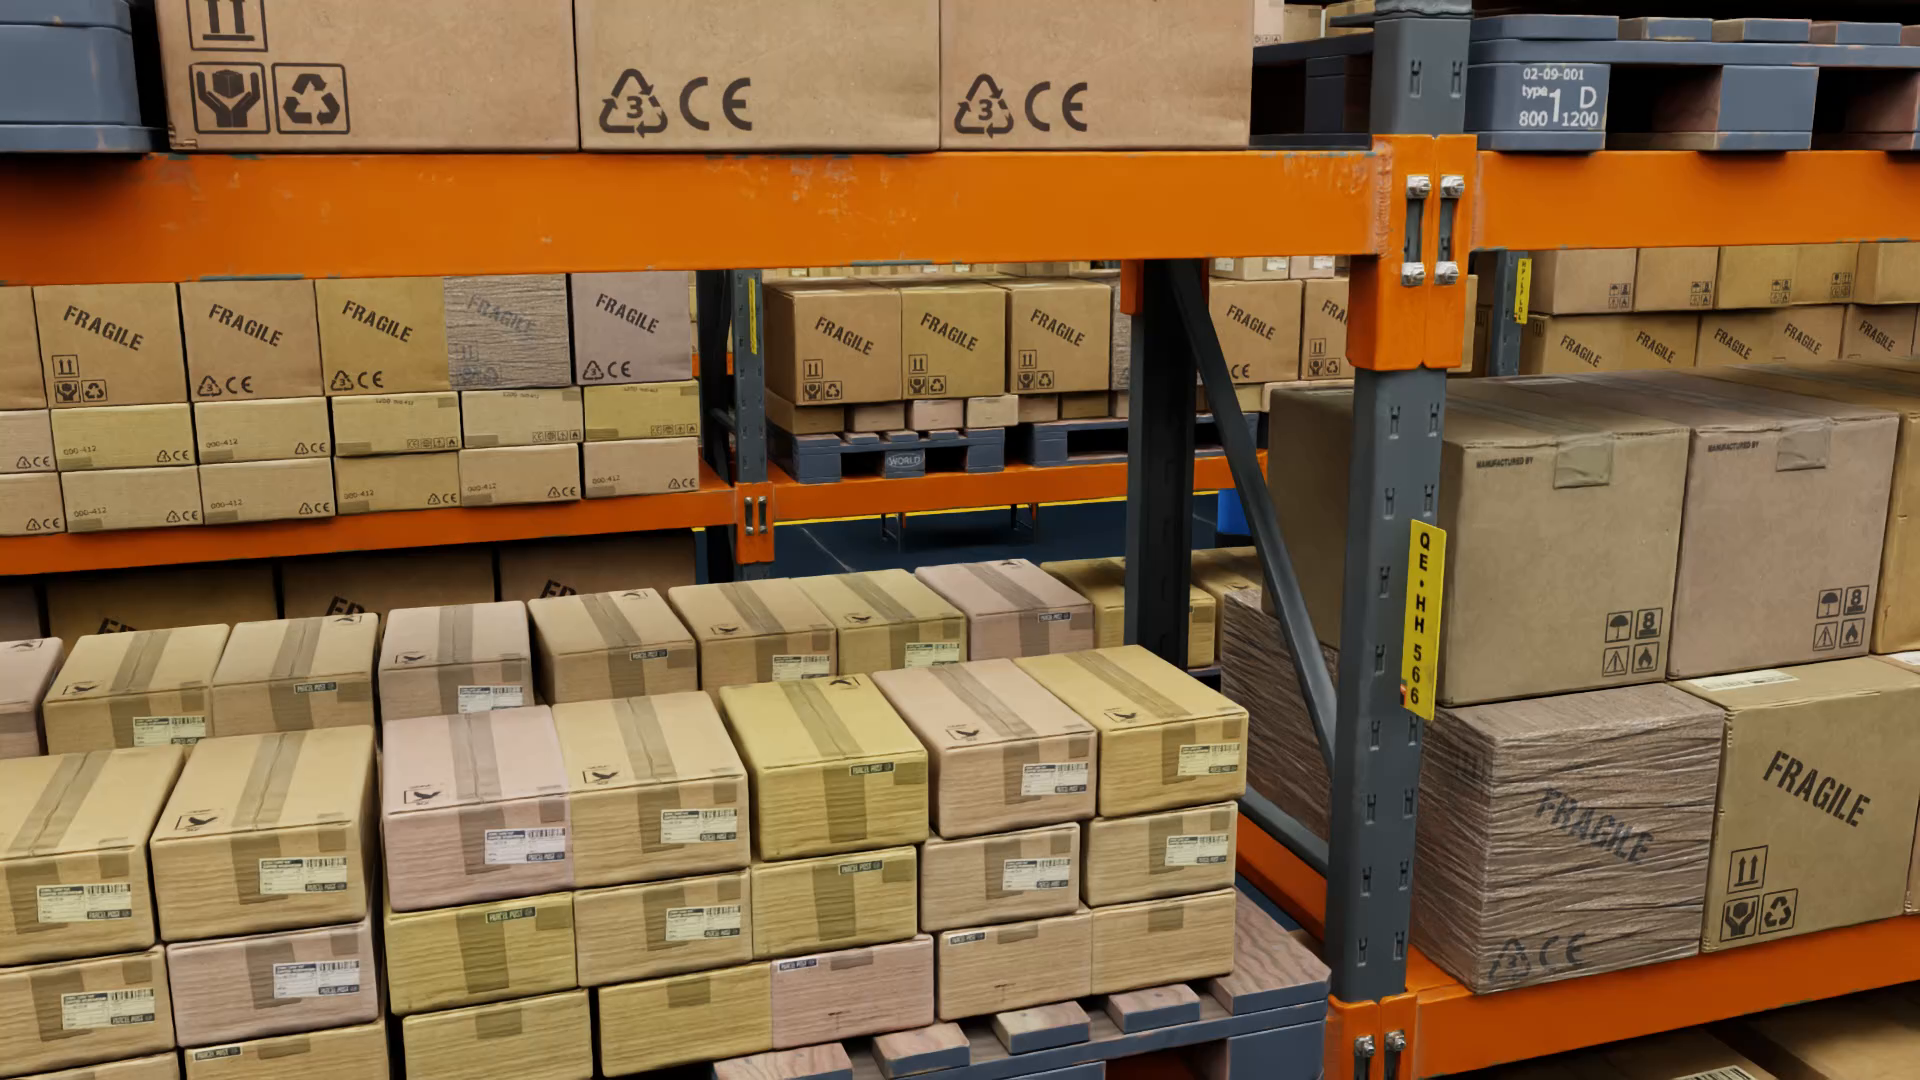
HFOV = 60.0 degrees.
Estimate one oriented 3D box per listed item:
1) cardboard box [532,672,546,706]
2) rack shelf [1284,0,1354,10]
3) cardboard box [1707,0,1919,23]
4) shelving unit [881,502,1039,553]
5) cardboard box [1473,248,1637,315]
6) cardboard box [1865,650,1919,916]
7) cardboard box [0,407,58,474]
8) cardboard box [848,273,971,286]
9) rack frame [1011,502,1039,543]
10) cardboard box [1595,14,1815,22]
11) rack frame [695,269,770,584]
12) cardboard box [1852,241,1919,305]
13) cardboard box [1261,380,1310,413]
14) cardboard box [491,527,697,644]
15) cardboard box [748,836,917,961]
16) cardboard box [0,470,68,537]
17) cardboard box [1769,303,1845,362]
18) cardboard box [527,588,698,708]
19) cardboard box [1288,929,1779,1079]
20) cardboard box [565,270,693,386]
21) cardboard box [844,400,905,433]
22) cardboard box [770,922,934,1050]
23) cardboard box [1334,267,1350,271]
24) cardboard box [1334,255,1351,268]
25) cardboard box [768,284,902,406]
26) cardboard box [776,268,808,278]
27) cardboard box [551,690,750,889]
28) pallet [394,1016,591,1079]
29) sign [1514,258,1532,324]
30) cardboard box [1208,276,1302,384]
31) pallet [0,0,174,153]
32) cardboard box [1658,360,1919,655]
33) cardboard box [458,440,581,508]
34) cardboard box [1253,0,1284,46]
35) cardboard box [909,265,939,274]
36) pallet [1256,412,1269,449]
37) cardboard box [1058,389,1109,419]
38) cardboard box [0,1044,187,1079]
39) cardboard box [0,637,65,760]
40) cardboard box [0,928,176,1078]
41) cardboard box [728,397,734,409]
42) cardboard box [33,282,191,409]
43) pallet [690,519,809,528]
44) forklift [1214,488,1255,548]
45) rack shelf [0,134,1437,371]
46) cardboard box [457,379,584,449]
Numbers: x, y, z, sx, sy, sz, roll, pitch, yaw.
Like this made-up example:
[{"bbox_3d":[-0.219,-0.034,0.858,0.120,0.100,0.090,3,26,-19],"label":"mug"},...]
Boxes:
[{"bbox_3d":[-0.683,0.364,3.123,0.250,0.149,0.380,-4,14,-18],"label":"cardboard box"},{"bbox_3d":[3.012,-4.444,13.798,4.000,0.370,1.077,-4,14,-18],"label":"rack shelf"},{"bbox_3d":[1.817,-1.142,3.180,0.500,0.250,0.500,-4,14,-17],"label":"cardboard box"},{"bbox_3d":[-0.006,-0.547,12.011,1.048,1.125,0.538,-4,14,-18],"label":"shelving unit"},{"bbox_3d":[3.189,-1.499,8.942,0.500,0.500,0.700,-5,14,-19],"label":"cardboard box"},{"bbox_3d":[2.057,0.442,3.588,0.500,0.500,0.500,-4,14,-18],"label":"cardboard box"},{"bbox_3d":[-3.887,-0.429,6.708,0.500,0.250,0.500,-4,14,-17],"label":"cardboard box"},{"bbox_3d":[-0.260,-1.071,8.399,0.500,0.500,0.500,-5,14,-19],"label":"cardboard box"},{"bbox_3d":[0.475,-0.584,12.168,0.032,1.125,0.500,-4,14,-18],"label":"rack frame"},{"bbox_3d":[1.481,-1.272,3.597,0.500,0.311,0.500,-4,14,-18],"label":"cardboard box"},{"bbox_3d":[-1.088,-0.539,7.926,0.127,3.000,1.000,-4,14,-18],"label":"rack frame"},{"bbox_3d":[5.147,-1.627,9.483,0.500,0.500,0.700,-5,14,-19],"label":"cardboard box"},{"bbox_3d":[1.574,-0.755,8.472,0.250,0.149,0.380,-4,14,-18],"label":"cardboard box"},{"bbox_3d":[-1.769,0.323,7.985,0.875,0.875,0.875,-5,14,-19],"label":"cardboard box"},{"bbox_3d":[-0.238,0.489,2.597,0.250,0.149,0.380,-4,14,-17],"label":"cardboard box"},{"bbox_3d":[-3.888,-0.184,6.757,0.500,0.250,0.500,-5,14,-19],"label":"cardboard box"},{"bbox_3d":[4.630,-1.117,9.496,0.500,0.500,0.500,-4,14,-17],"label":"cardboard box"},{"bbox_3d":[-0.652,0.217,3.100,0.250,0.149,0.380,-5,14,-20],"label":"cardboard box"},{"bbox_3d":[1.192,1.404,3.710,0.750,0.750,1.050,-5,14,-19],"label":"cardboard box"},{"bbox_3d":[-1.495,-0.978,7.397,0.500,0.500,0.500,-5,14,-20],"label":"cardboard box"},{"bbox_3d":[-0.442,-0.618,7.892,0.250,0.149,0.380,-5,14,-22],"label":"cardboard box"},{"bbox_3d":[-0.214,0.632,2.641,0.250,0.149,0.380,-4,14,-17],"label":"cardboard box"},{"bbox_3d":[2.167,-1.260,9.191,0.500,0.500,0.500,-4,14,-17],"label":"cardboard box"},{"bbox_3d":[2.144,-1.590,9.177,0.250,0.149,0.380,-5,14,-18],"label":"cardboard box"},{"bbox_3d":[-0.588,-0.919,7.757,0.500,0.500,0.500,-5,14,-20],"label":"cardboard box"},{"bbox_3d":[-1.319,-2.042,12.628,0.250,0.149,0.380,-4,14,-17],"label":"cardboard box"},{"bbox_3d":[-0.471,0.363,2.486,0.250,0.149,0.380,-4,14,-16],"label":"cardboard box"},{"bbox_3d":[-1.277,0.788,2.763,1.213,0.211,1.003,-4,14,-18],"label":"pallet"},{"bbox_3d":[2.883,-1.276,8.522,0.005,0.325,0.100,-4,14,-18],"label":"sign"},{"bbox_3d":[1.378,-1.074,8.408,0.500,0.500,0.500,-4,14,-16],"label":"cardboard box"},{"bbox_3d":[-1.604,-0.633,2.244,1.003,0.211,1.213,-4,14,-18],"label":"pallet"},{"bbox_3d":[1.979,-0.103,3.715,0.500,0.500,0.700,-5,14,-19],"label":"cardboard box"},{"bbox_3d":[-1.964,-0.330,7.374,0.500,0.250,0.500,-4,14,-17],"label":"cardboard box"},{"bbox_3d":[1.234,-2.517,8.096,0.500,0.250,0.500,-4,14,-17],"label":"cardboard box"},{"bbox_3d":[-0.338,-2.112,12.921,0.250,0.149,0.380,-4,14,-18],"label":"cardboard box"},{"bbox_3d":[1.932,-0.716,9.086,1.213,0.211,1.003,-4,14,-18],"label":"pallet"},{"bbox_3d":[0.558,-0.708,8.271,0.250,0.149,0.380,-4,14,-16],"label":"cardboard box"},{"bbox_3d":[-1.209,0.709,2.316,0.250,0.149,0.380,-5,14,-21],"label":"cardboard box"},{"bbox_3d":[-1.651,0.295,2.772,0.250,0.149,0.380,-5,14,-21],"label":"cardboard box"},{"bbox_3d":[-1.203,0.564,2.283,0.250,0.149,0.380,-5,14,-19],"label":"cardboard box"},{"bbox_3d":[-1.463,-0.769,13.118,0.625,0.625,0.875,-4,14,-16],"label":"cardboard box"},{"bbox_3d":[-3.421,-0.828,6.765,0.500,0.500,0.500,-5,14,-19],"label":"cardboard box"},{"bbox_3d":[-1.882,-0.323,13.043,1.213,0.211,1.003,-4,14,-18],"label":"pallet"},{"bbox_3d":[3.272,-1.174,10.745,3.031,2.935,1.130,4,14,18],"label":"forklift"},{"bbox_3d":[-1.309,-0.422,2.508,4.000,0.370,1.077,-4,14,-18],"label":"rack shelf"},{"bbox_3d":[-1.951,-0.579,7.338,0.500,0.250,0.500,-5,14,-20],"label":"cardboard box"}]
